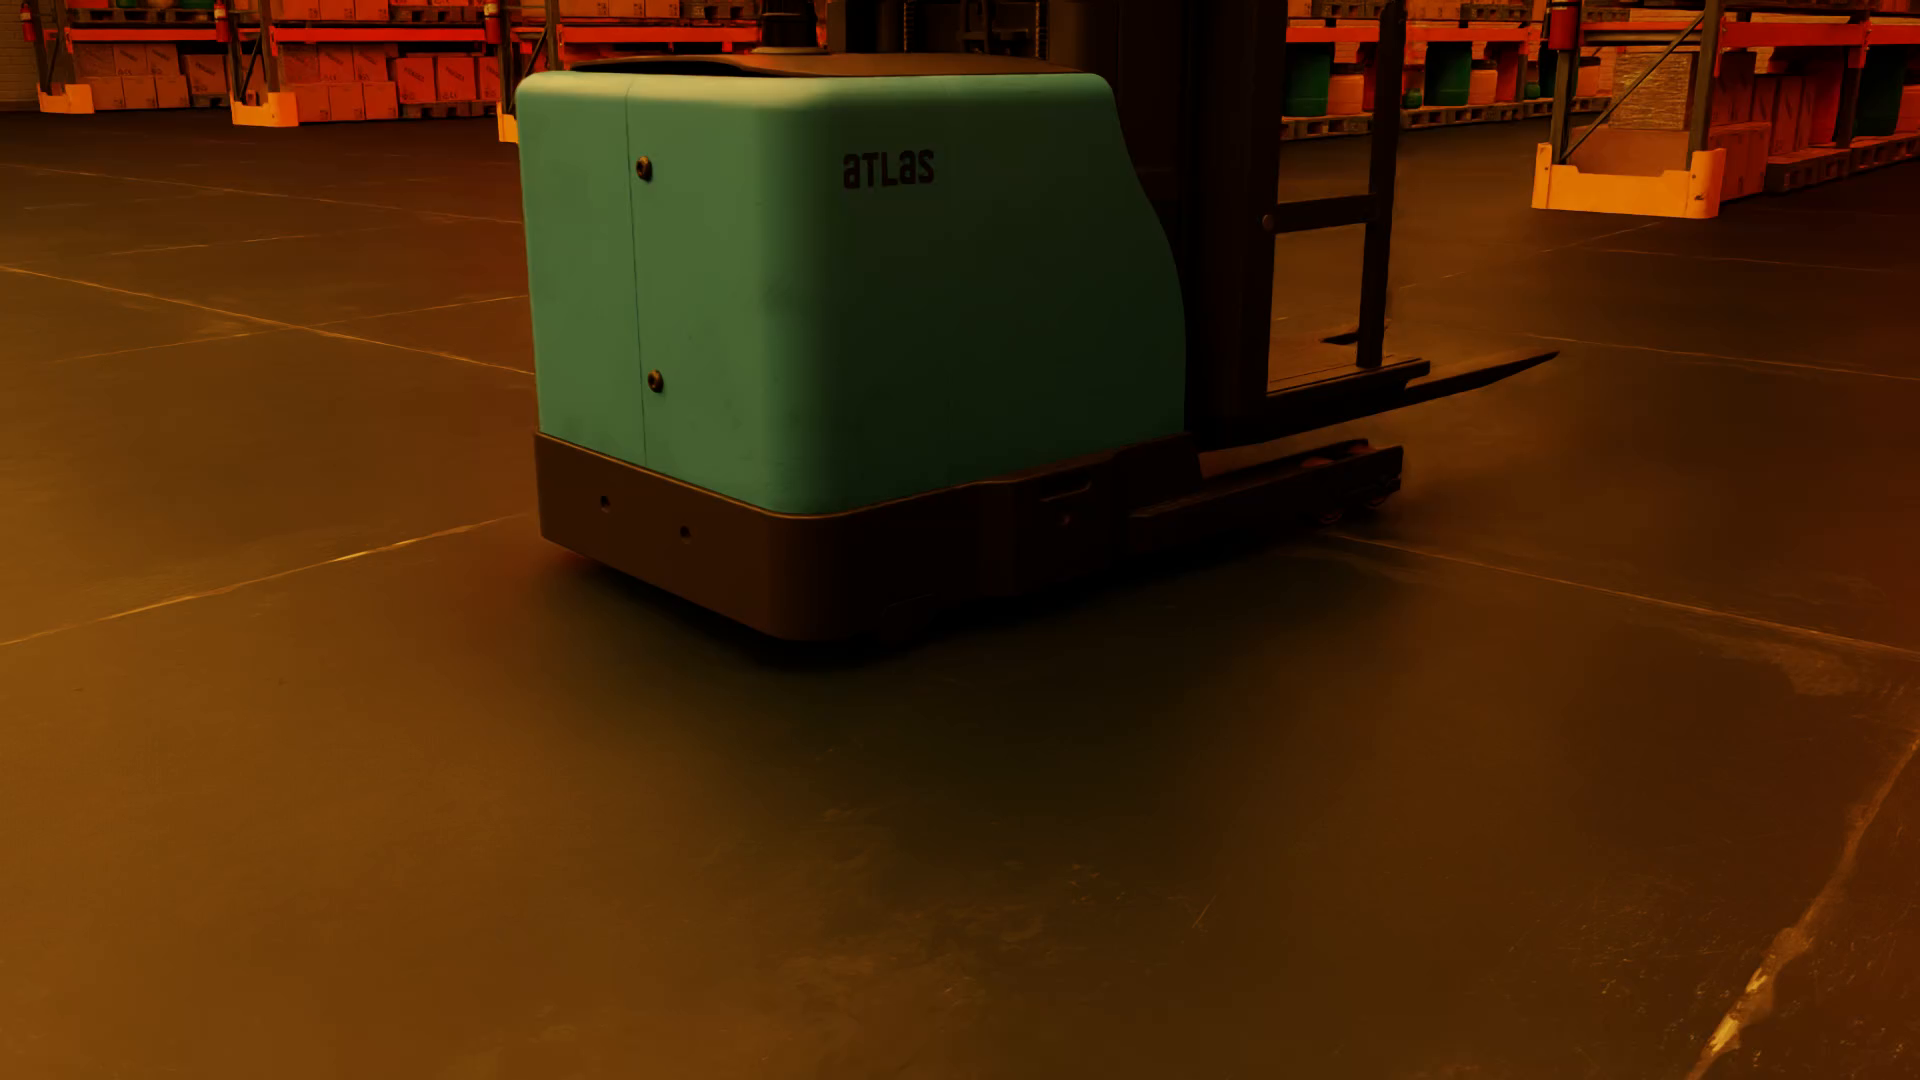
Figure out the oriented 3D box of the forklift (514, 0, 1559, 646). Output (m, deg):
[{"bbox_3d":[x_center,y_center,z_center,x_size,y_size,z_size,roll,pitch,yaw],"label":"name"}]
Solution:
[{"bbox_3d":[0.482,-1.540,3.970,3.031,2.935,1.130,-15,22,-40],"label":"forklift"}]
